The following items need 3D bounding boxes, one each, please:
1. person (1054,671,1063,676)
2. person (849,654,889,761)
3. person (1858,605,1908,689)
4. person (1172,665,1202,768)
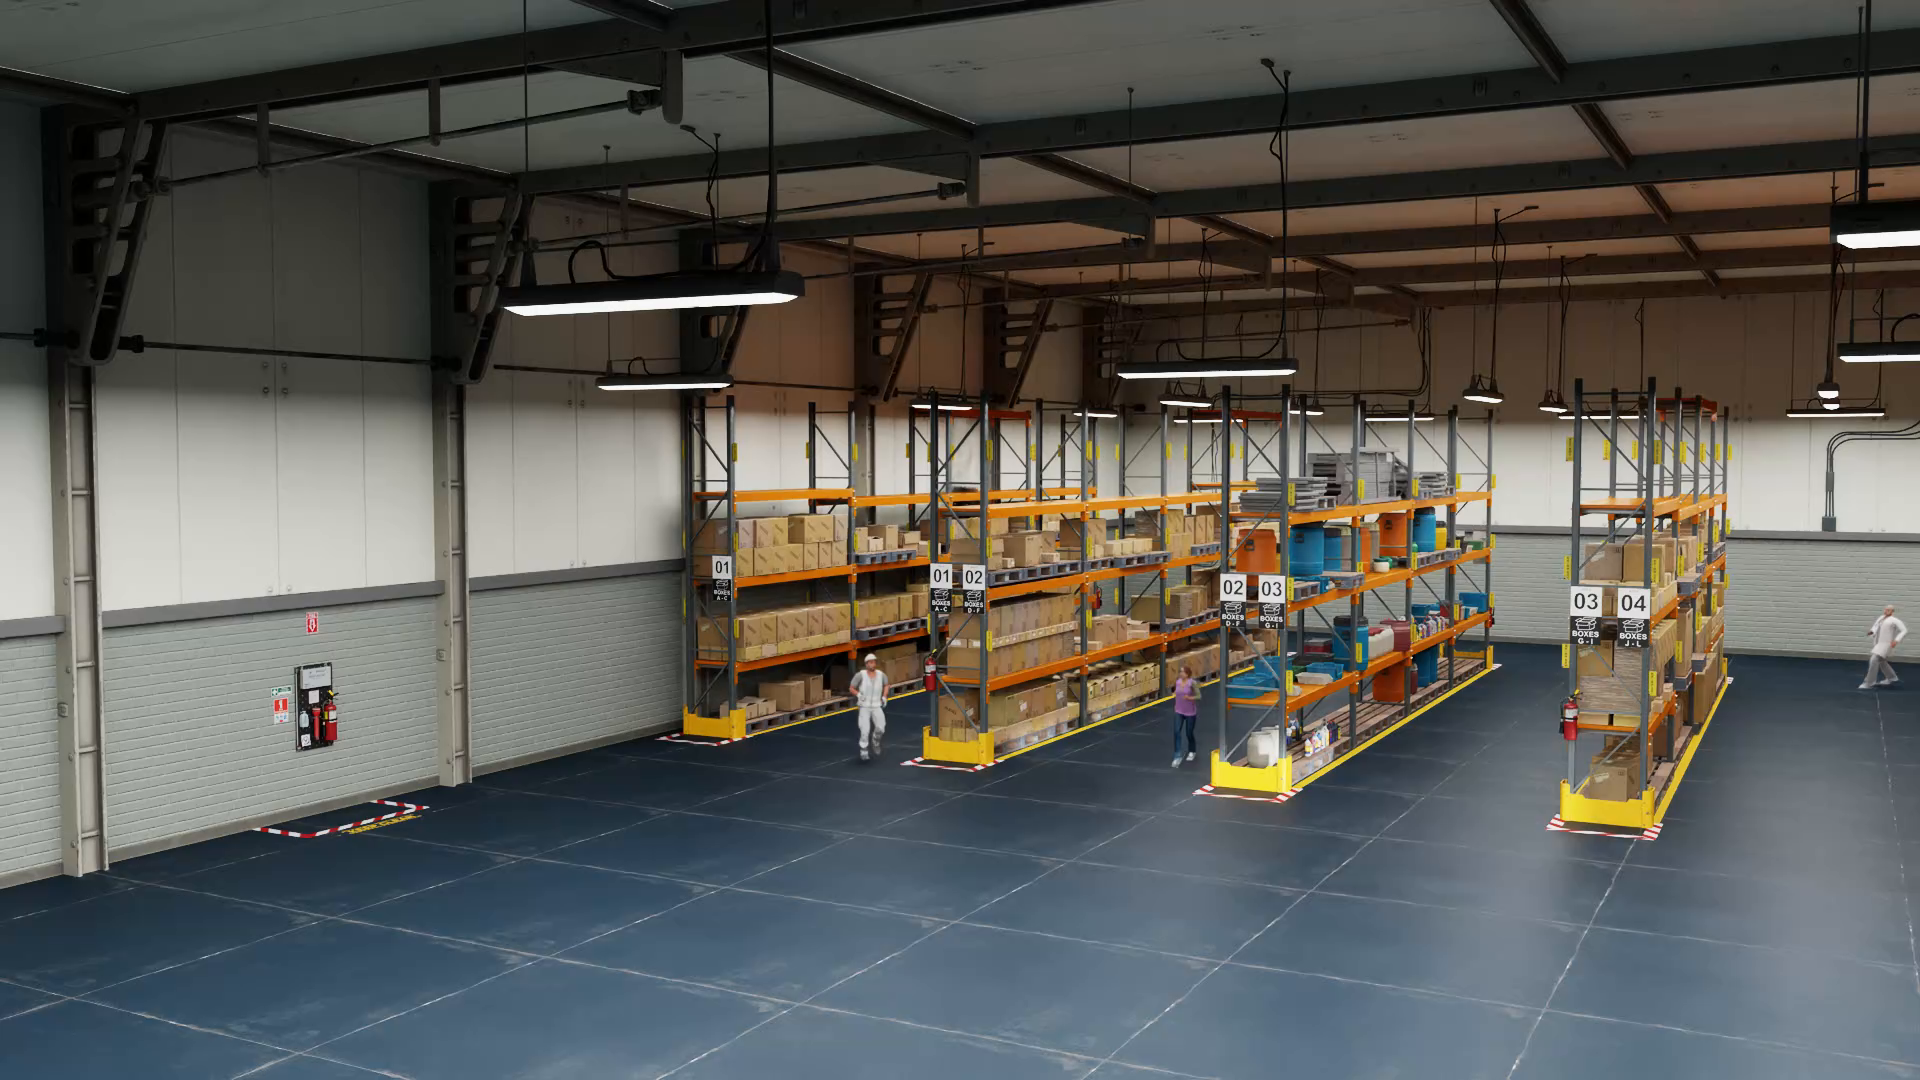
[{"bbox_3d":[2.035,2.330,34.763,0.562,1.682,0.879,2,3,30],"label":"person"},{"bbox_3d":[-1.440,2.713,26.910,0.692,1.747,0.606,-1,3,-15],"label":"person"},{"bbox_3d":[19.565,2.265,35.224,0.915,1.798,0.771,0,3,-4],"label":"person"},{"bbox_3d":[3.628,2.811,26.586,0.523,1.644,0.712,2,3,28],"label":"person"}]
